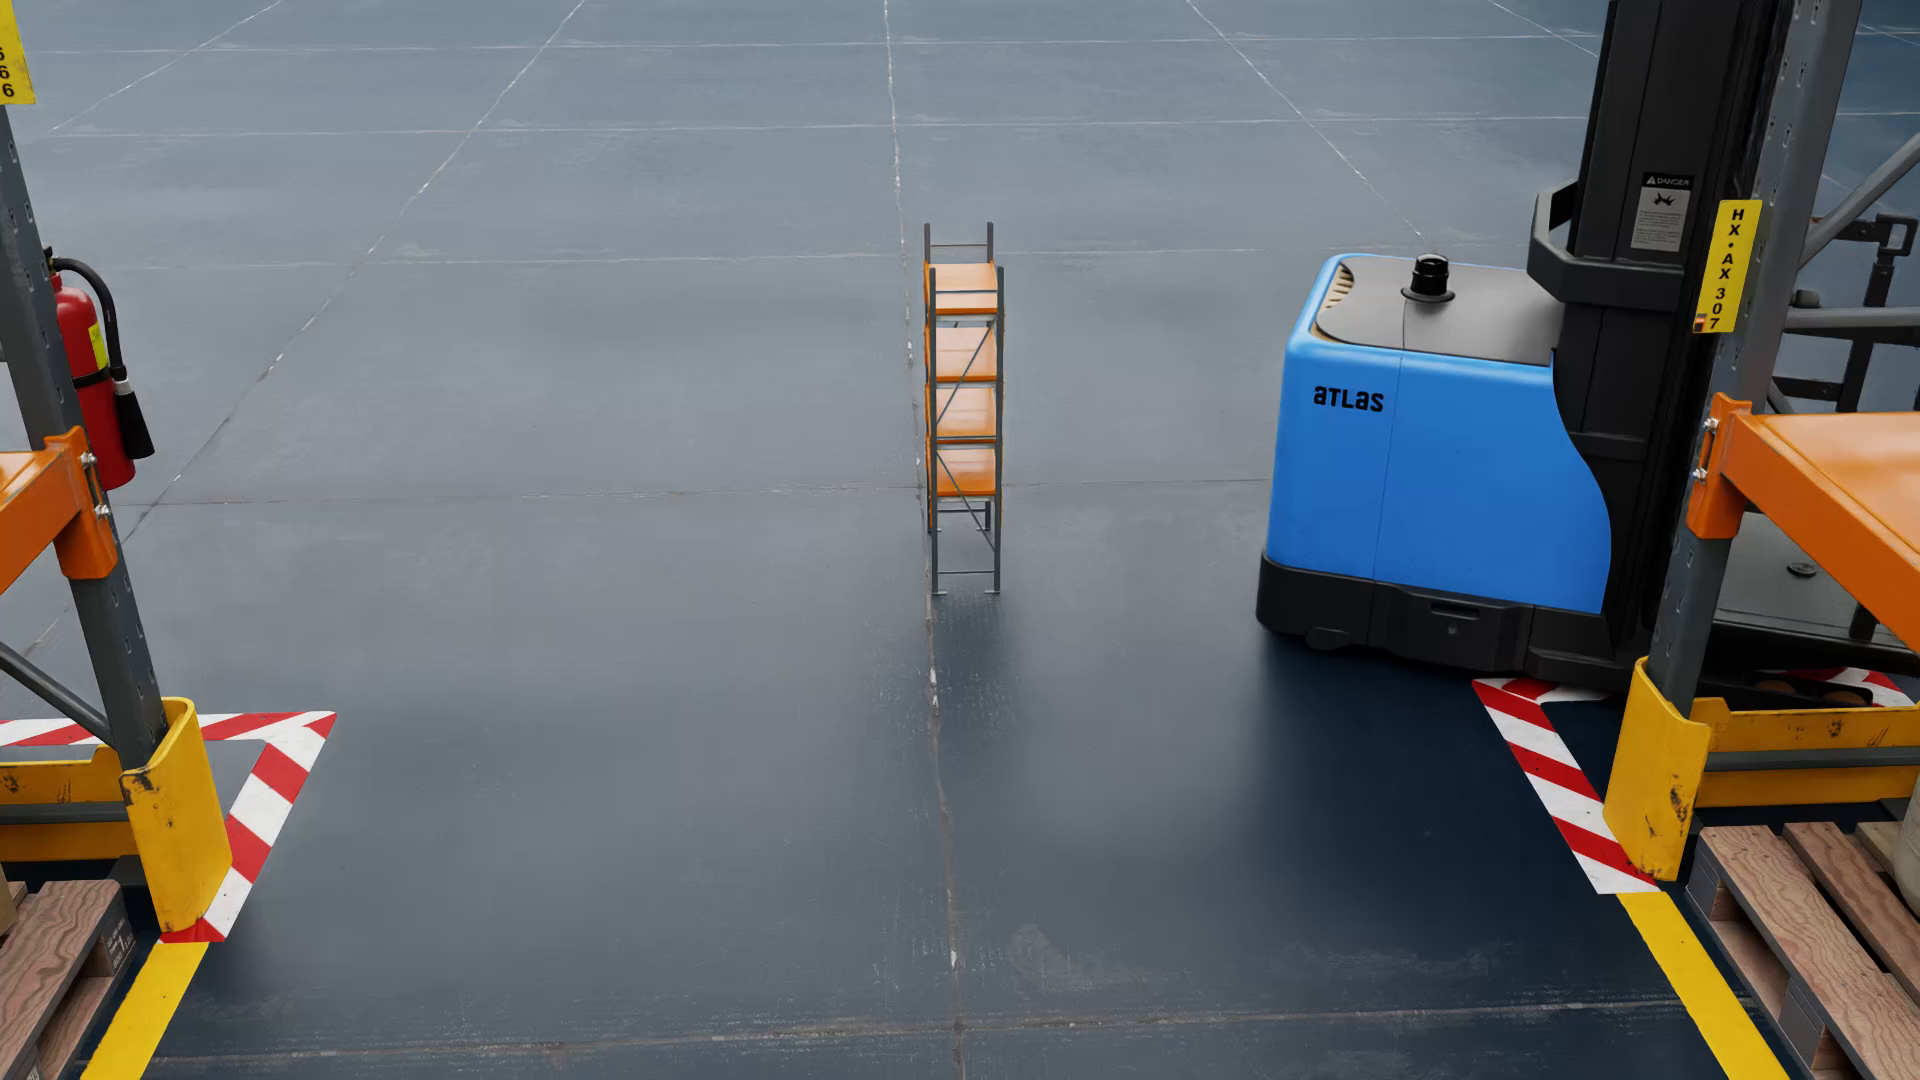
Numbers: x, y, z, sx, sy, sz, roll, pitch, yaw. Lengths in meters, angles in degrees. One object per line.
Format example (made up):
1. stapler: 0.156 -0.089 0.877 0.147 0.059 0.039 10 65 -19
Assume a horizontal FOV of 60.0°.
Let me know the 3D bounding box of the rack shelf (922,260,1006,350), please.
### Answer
1. rack shelf: 0.009 -0.804 5.644 0.258 0.148 0.480 -1 28 -3

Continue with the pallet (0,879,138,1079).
1. pallet: -2.565 1.231 3.661 1.003 0.211 1.213 -1 28 -3

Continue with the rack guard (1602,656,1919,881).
1. rack guard: 2.421 0.607 4.547 1.175 0.500 0.348 -1 28 -3

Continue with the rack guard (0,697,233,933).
1. rack guard: -2.572 0.727 4.315 1.175 0.500 0.348 -1 28 -3

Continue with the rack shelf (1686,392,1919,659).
1. rack shelf: 2.475 0.707 2.429 1.077 0.370 4.000 -1 28 -3

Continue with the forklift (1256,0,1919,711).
1. forklift: 2.571 -0.948 4.899 3.031 2.935 1.130 9 29 17

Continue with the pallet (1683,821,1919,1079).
1. pallet: 2.458 1.110 3.894 1.003 0.211 1.213 -1 28 -3

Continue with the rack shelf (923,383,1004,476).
1. rack shelf: 0.009 -0.396 5.857 0.258 0.148 0.480 -1 28 -3

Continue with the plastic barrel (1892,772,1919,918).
1. plastic barrel: 2.481 0.683 3.933 0.421 0.512 0.421 0 28 0

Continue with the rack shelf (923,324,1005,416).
1. rack shelf: 0.009 -0.594 5.754 0.258 0.148 0.480 -1 28 -3

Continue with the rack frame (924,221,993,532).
1. rack frame: -0.004 -0.568 6.042 0.240 1.200 0.015 -1 28 -3

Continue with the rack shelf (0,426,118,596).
1. rack shelf: -2.472 0.826 2.200 1.077 0.370 4.000 -1 28 -3

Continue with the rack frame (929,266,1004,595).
1. rack frame: 0.021 -0.343 5.610 0.240 1.200 0.015 -1 28 -3

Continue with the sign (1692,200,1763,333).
1. sign: 1.821 -0.647 3.948 0.100 0.325 0.005 -1 28 -3

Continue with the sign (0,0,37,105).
1. sign: -2.021 -1.074 3.471 0.100 0.325 0.005 -1 28 -3

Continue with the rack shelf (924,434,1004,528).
1. rack shelf: 0.009 -0.220 5.949 0.258 0.148 0.480 -1 28 -3

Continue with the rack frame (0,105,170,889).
1. rack frame: -2.576 -0.416 3.804 1.000 3.000 0.127 -1 28 -3

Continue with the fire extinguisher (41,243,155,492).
1. fire extinguisher: -2.122 -0.446 3.945 0.296 0.674 0.183 -1 28 -3

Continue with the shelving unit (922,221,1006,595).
1. shelving unit: 0.009 -0.456 5.826 0.258 1.200 0.503 -1 28 -3

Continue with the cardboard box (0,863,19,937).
1. cardboard box: -2.560 0.795 3.732 0.500 0.500 0.500 4 28 7

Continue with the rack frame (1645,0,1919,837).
1. rack frame: 2.370 -0.536 4.034 1.000 3.000 0.127 -1 28 -3
